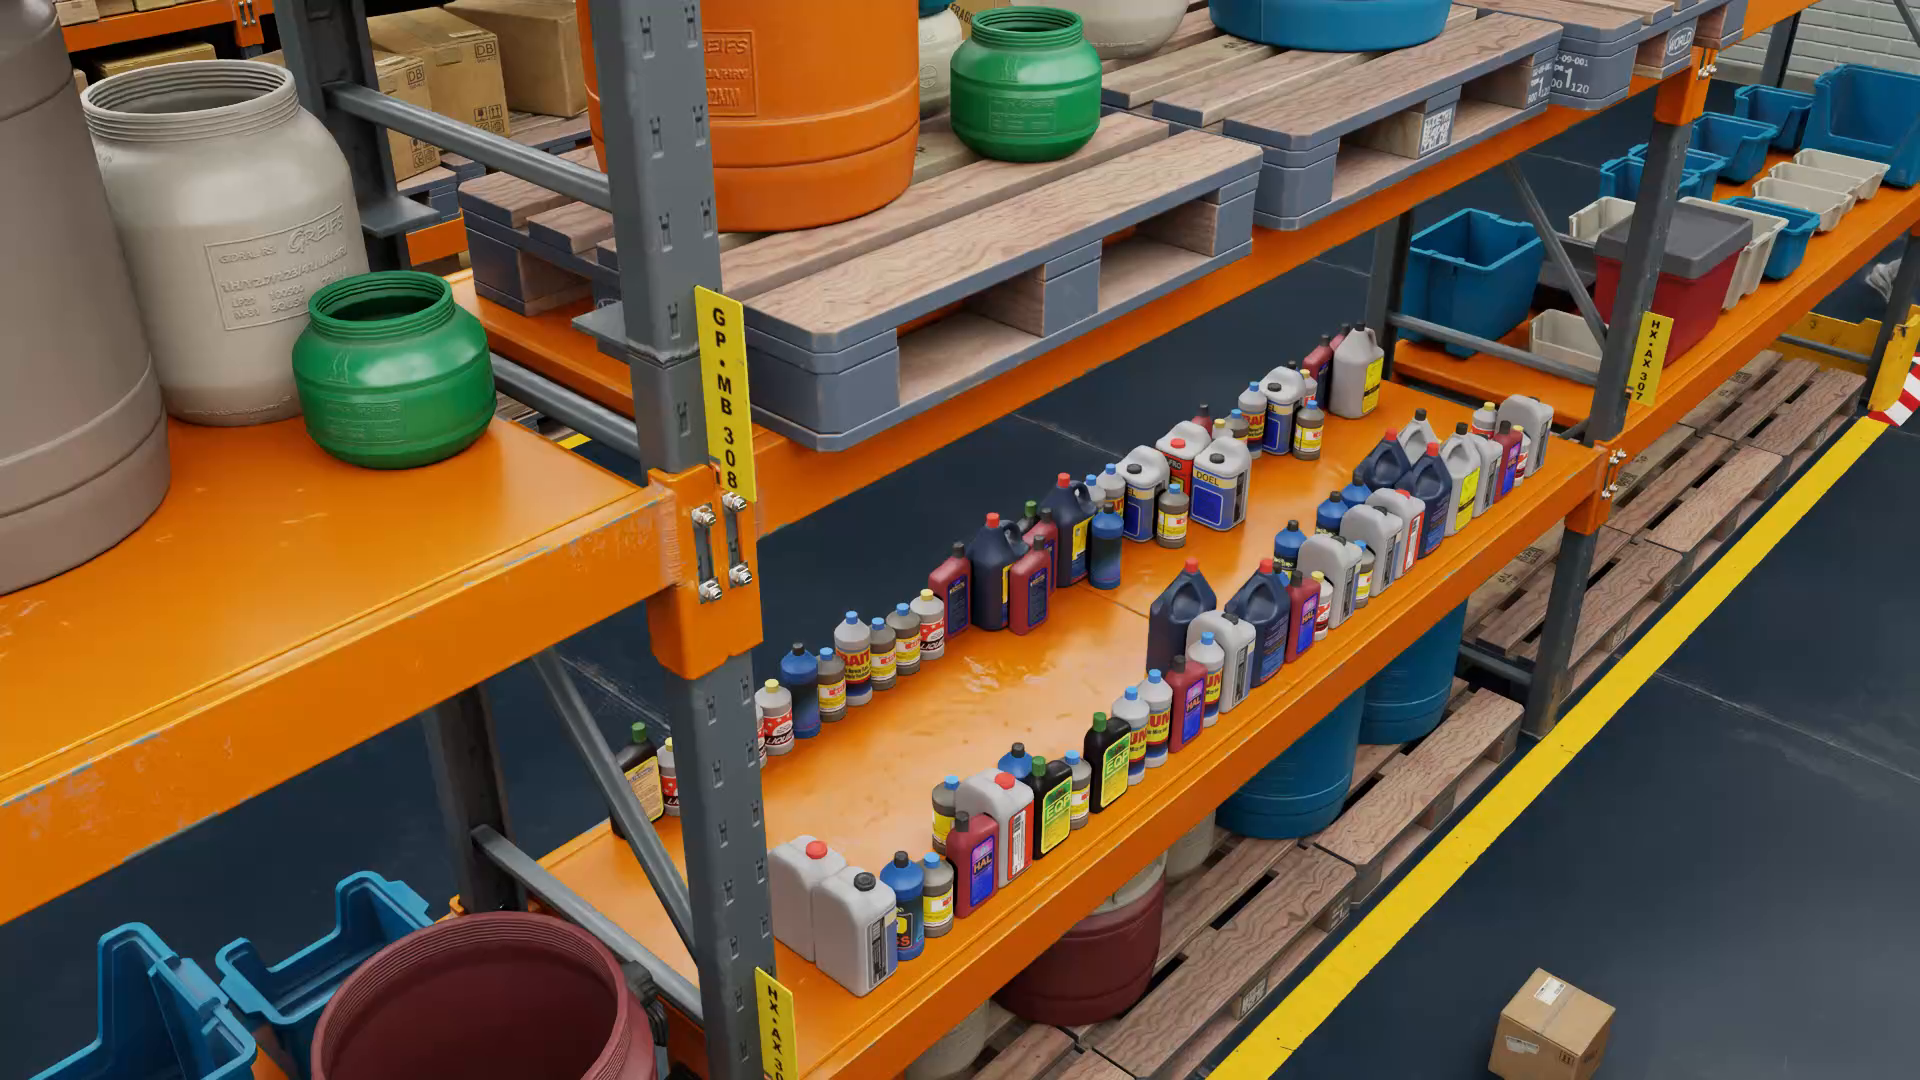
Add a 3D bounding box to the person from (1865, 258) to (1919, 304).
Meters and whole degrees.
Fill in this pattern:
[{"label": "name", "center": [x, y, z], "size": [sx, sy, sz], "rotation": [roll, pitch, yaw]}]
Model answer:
[{"label": "person", "center": [5.861, -1.993, 9.429], "size": [0.675, 1.728, 0.994], "rotation": [-25, 39, -34]}]
